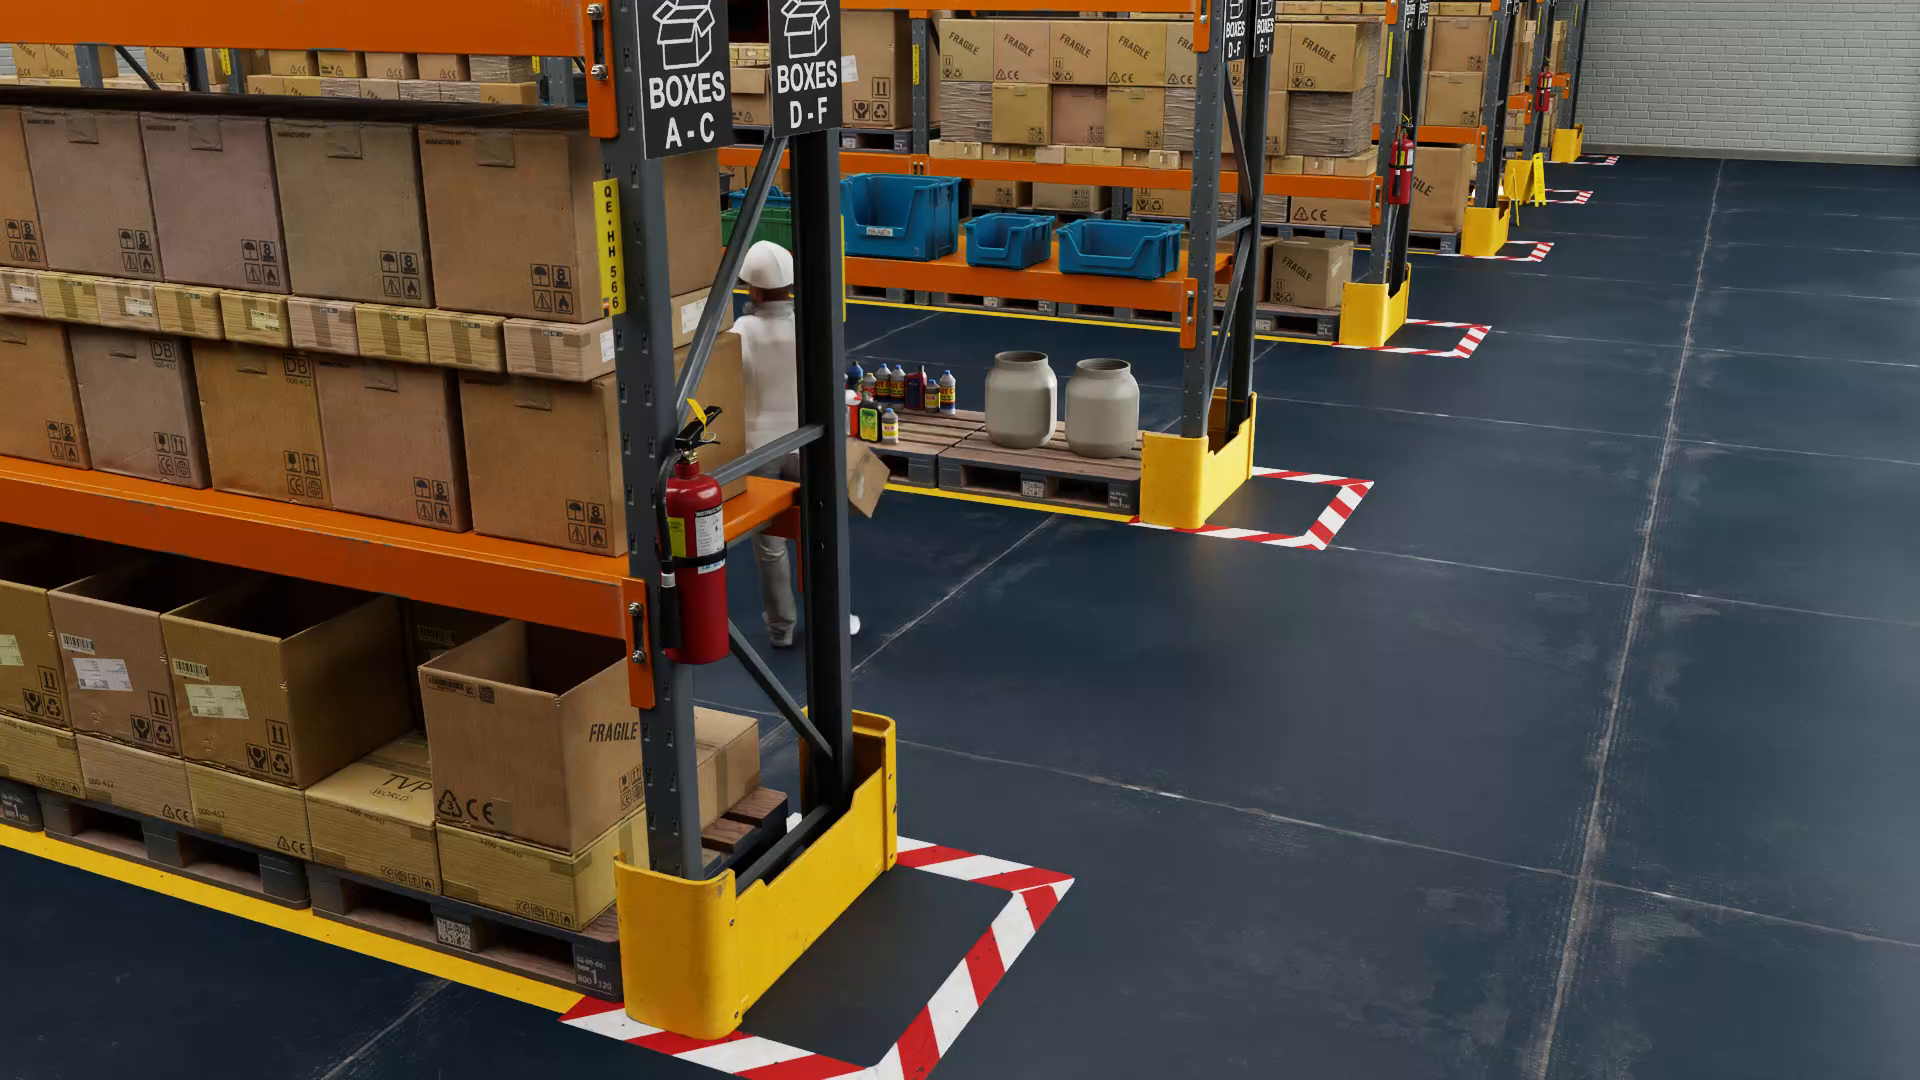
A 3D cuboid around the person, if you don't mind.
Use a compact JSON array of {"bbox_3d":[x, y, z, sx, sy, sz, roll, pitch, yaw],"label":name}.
[{"bbox_3d":[-0.747,-0.409,7.178,0.612,1.778,0.419,-3,19,-7],"label":"person"}]
